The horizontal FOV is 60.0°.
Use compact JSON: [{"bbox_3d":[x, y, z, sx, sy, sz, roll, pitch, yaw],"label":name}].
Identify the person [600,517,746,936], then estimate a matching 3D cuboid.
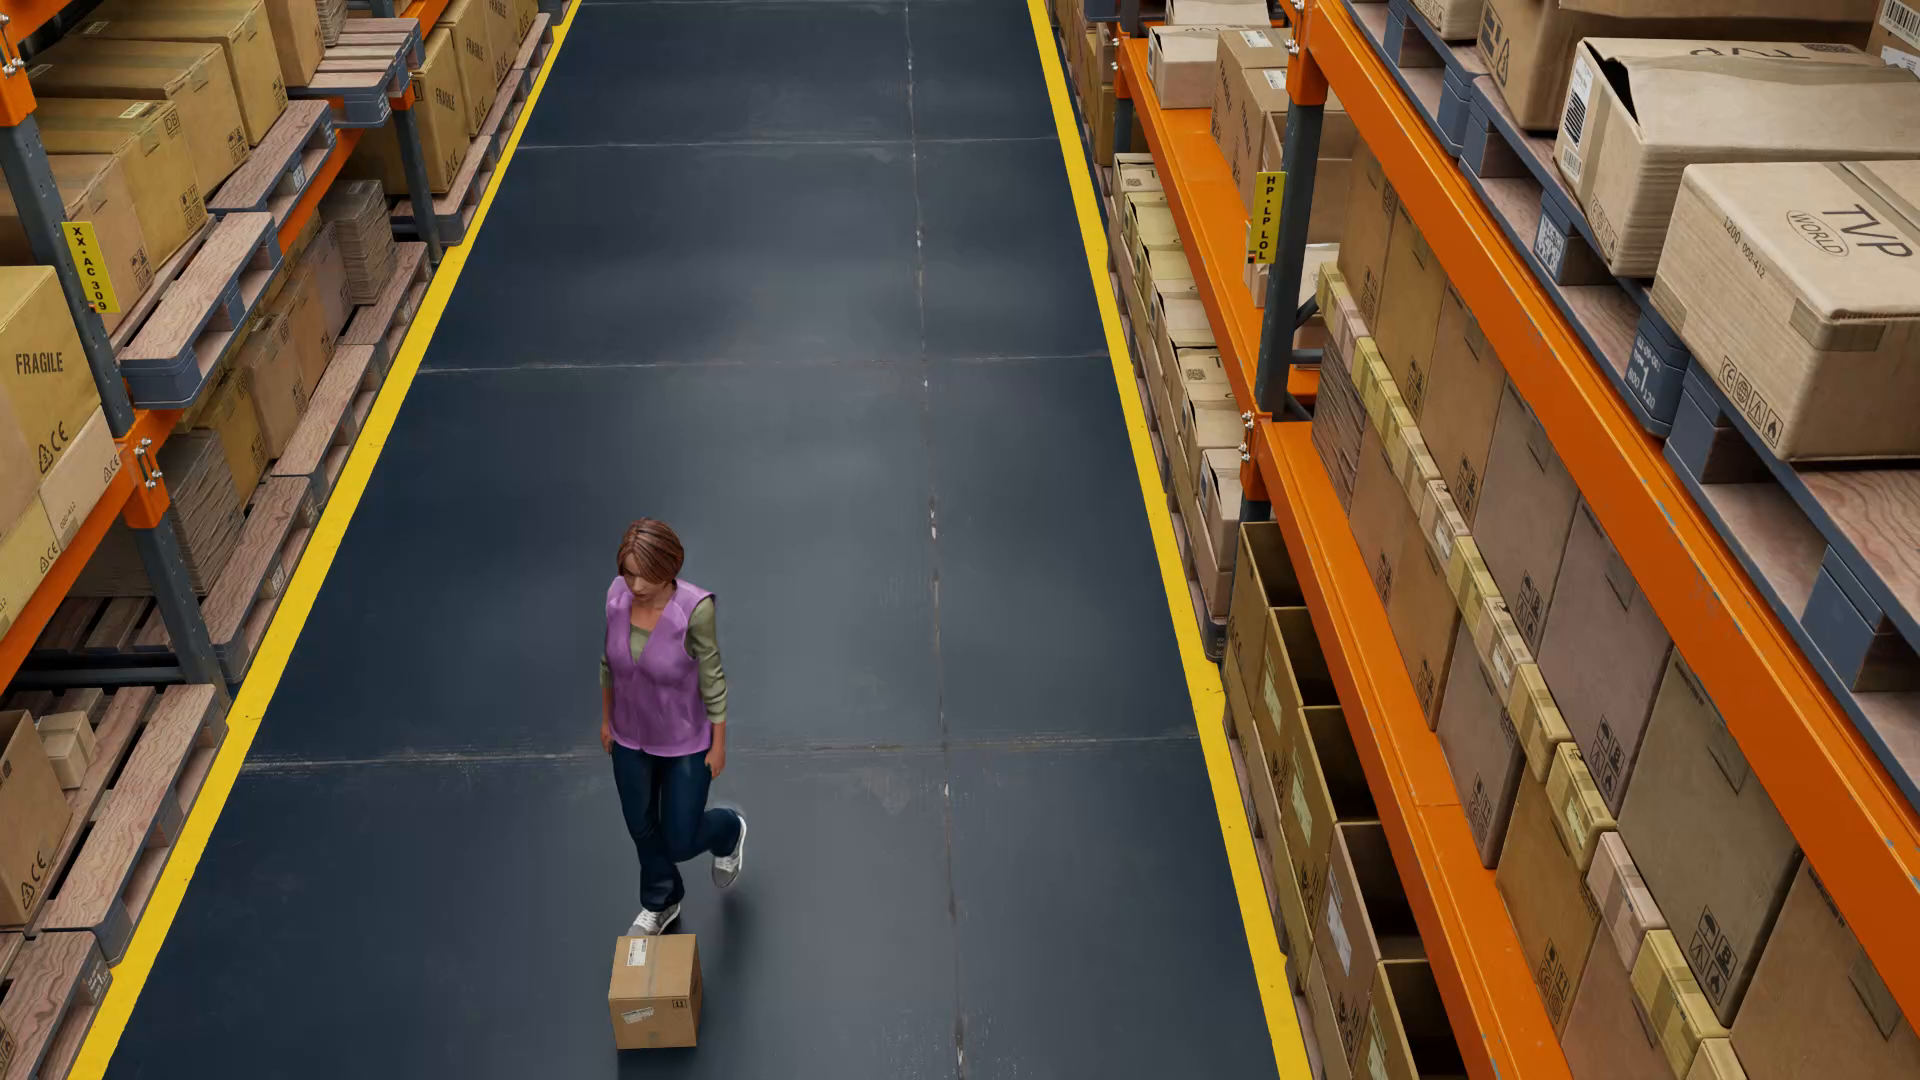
[{"bbox_3d":[-0.959,0.630,5.282,0.456,1.586,0.520,13,38,18],"label":"person"}]
